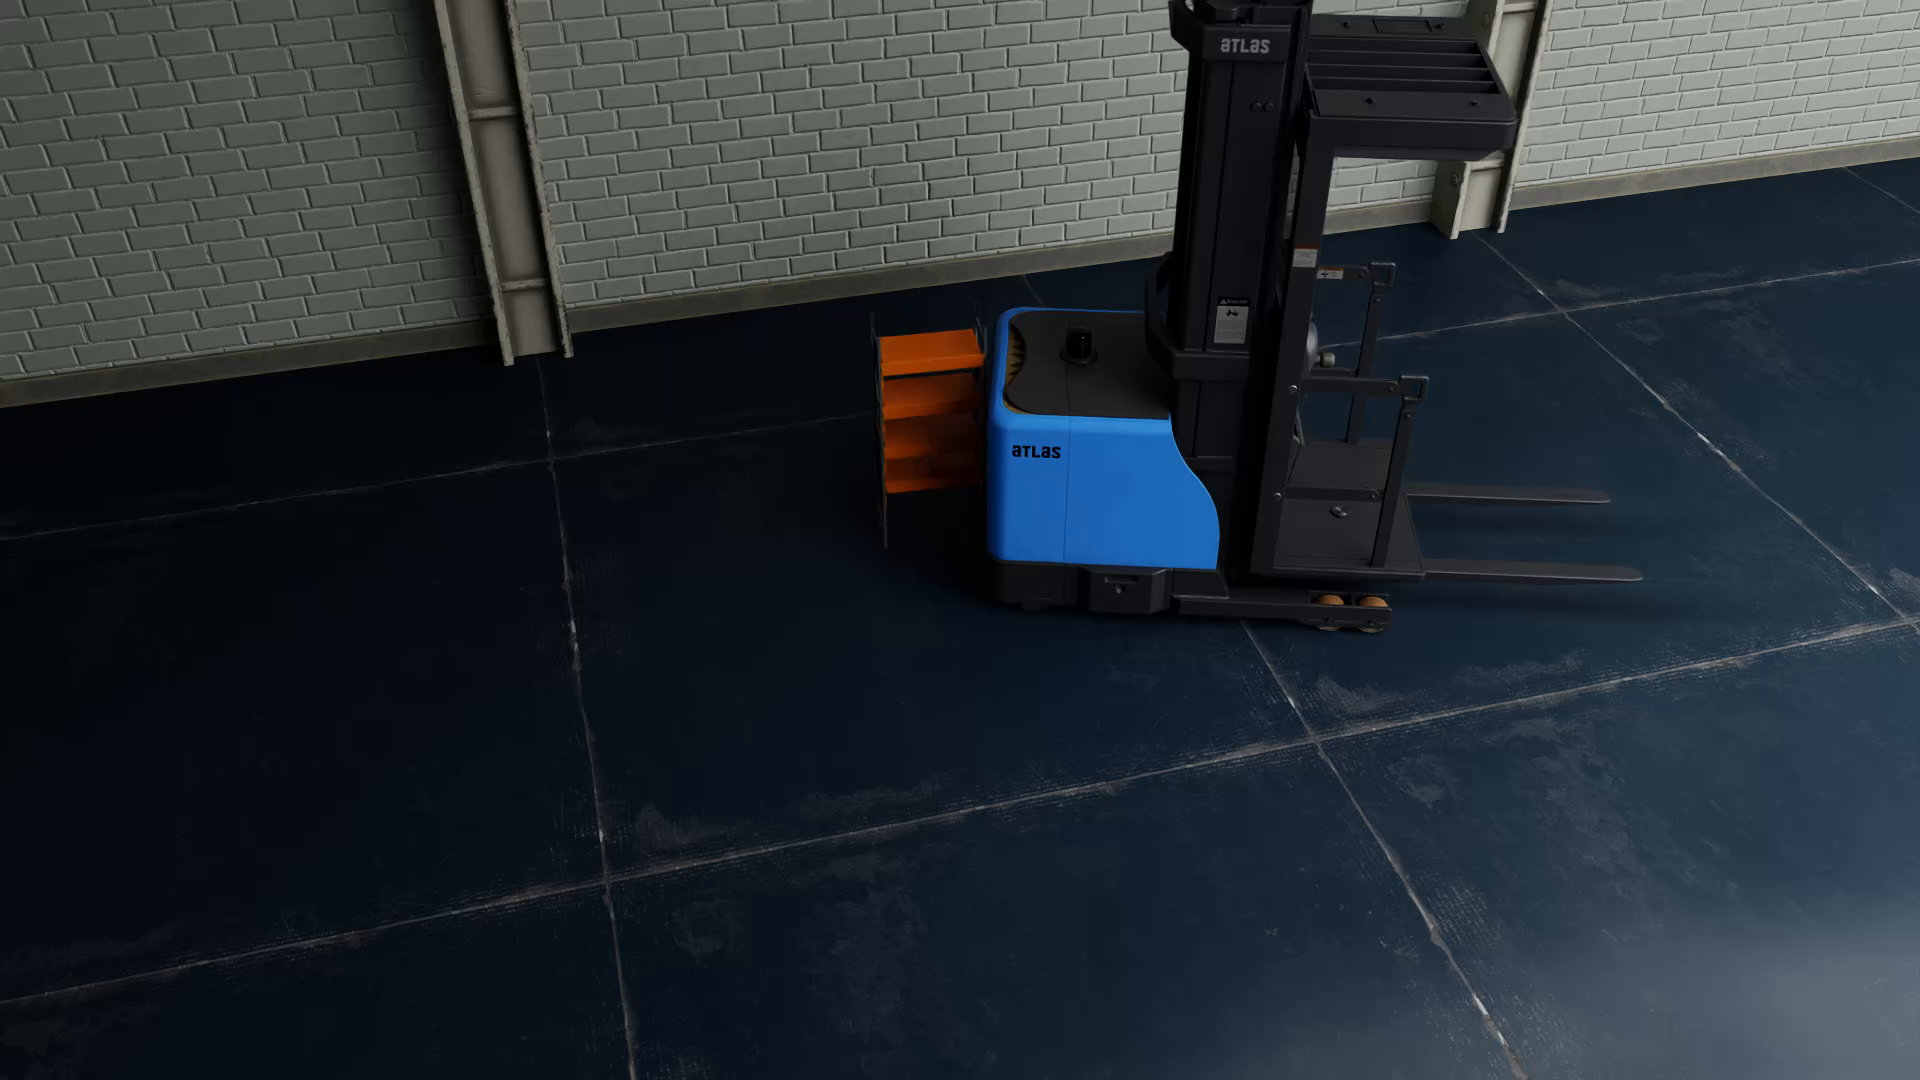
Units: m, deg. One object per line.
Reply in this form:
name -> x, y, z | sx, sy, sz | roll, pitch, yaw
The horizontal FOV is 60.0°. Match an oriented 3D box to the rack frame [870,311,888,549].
rack frame -> -0.385, -0.503, 7.899 | 0.015, 1.200, 0.240 | -6, 38, -8

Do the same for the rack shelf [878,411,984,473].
rack shelf -> -0.145, -0.476, 7.975 | 0.480, 0.148, 0.258 | -6, 38, -8

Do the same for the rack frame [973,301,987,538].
rack frame -> 0.095, -0.557, 7.969 | 0.015, 1.200, 0.240 | -6, 38, -8

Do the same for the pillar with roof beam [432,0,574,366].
pillar with roof beam -> -1.343, -2.169, 3.658 | 0.400, 9.000, 9.100 | -9, 38, -12

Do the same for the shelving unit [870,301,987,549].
shelving unit -> -0.145, -0.530, 7.934 | 0.503, 1.200, 0.258 | -6, 38, -8

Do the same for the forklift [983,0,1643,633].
forklift -> 1.649, -1.074, 7.221 | 3.031, 2.935, 1.130 | 2, 37, 3

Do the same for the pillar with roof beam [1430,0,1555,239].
pillar with roof beam -> 4.449, -3.119, 4.901 | 0.400, 9.000, 9.100 | -9, 38, -12

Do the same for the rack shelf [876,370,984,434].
rack shelf -> -0.145, -0.654, 7.839 | 0.480, 0.148, 0.258 | -6, 38, -8

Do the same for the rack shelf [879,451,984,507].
rack shelf -> -0.145, -0.319, 8.096 | 0.480, 0.148, 0.258 | -6, 38, -8

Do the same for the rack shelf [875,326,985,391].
rack shelf -> -0.145, -0.842, 7.696 | 0.480, 0.148, 0.258 | -6, 38, -8
